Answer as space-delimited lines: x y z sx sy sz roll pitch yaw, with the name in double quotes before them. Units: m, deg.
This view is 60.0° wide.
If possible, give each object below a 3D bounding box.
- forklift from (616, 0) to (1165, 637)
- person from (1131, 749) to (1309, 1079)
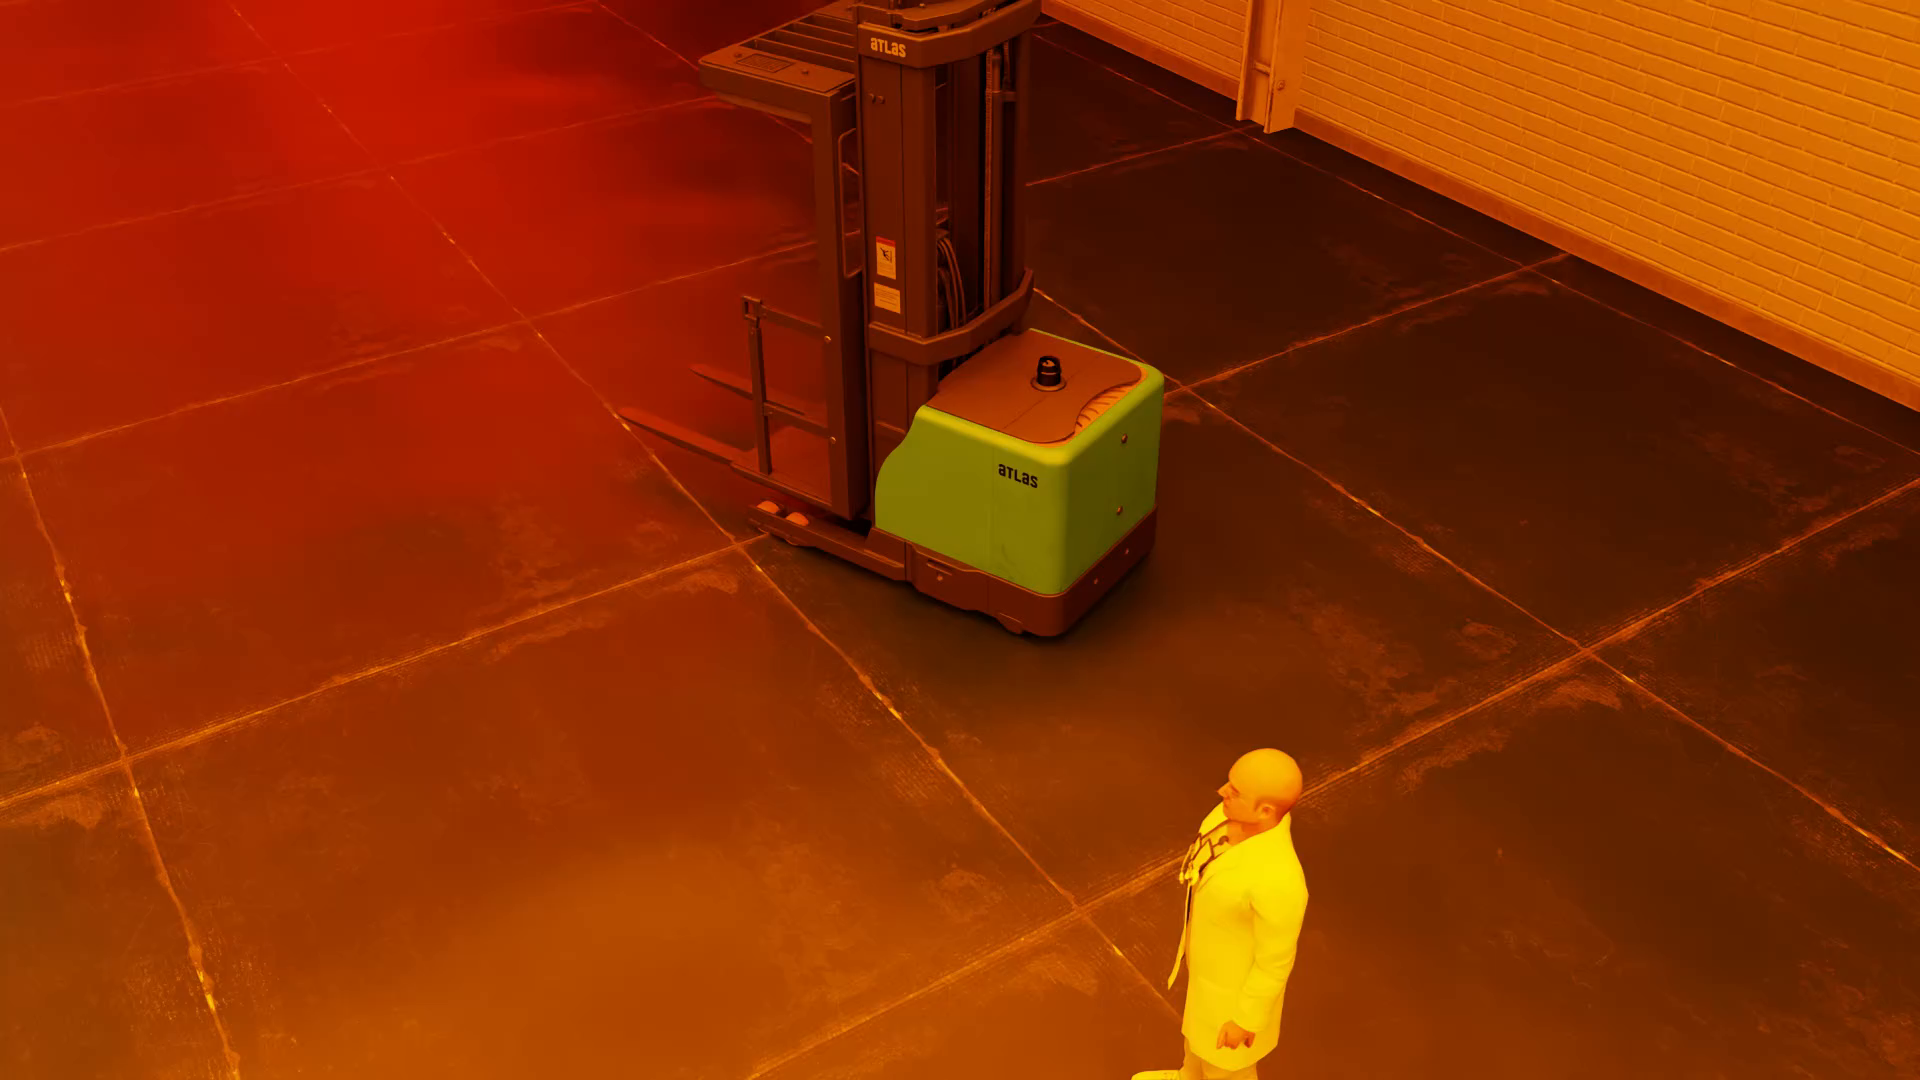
"forklift" -0.500 -1.399 8.138 3.031 2.935 1.130 22 41 28
"person" 0.818 1.344 5.234 0.392 1.782 0.547 -2 35 -3
